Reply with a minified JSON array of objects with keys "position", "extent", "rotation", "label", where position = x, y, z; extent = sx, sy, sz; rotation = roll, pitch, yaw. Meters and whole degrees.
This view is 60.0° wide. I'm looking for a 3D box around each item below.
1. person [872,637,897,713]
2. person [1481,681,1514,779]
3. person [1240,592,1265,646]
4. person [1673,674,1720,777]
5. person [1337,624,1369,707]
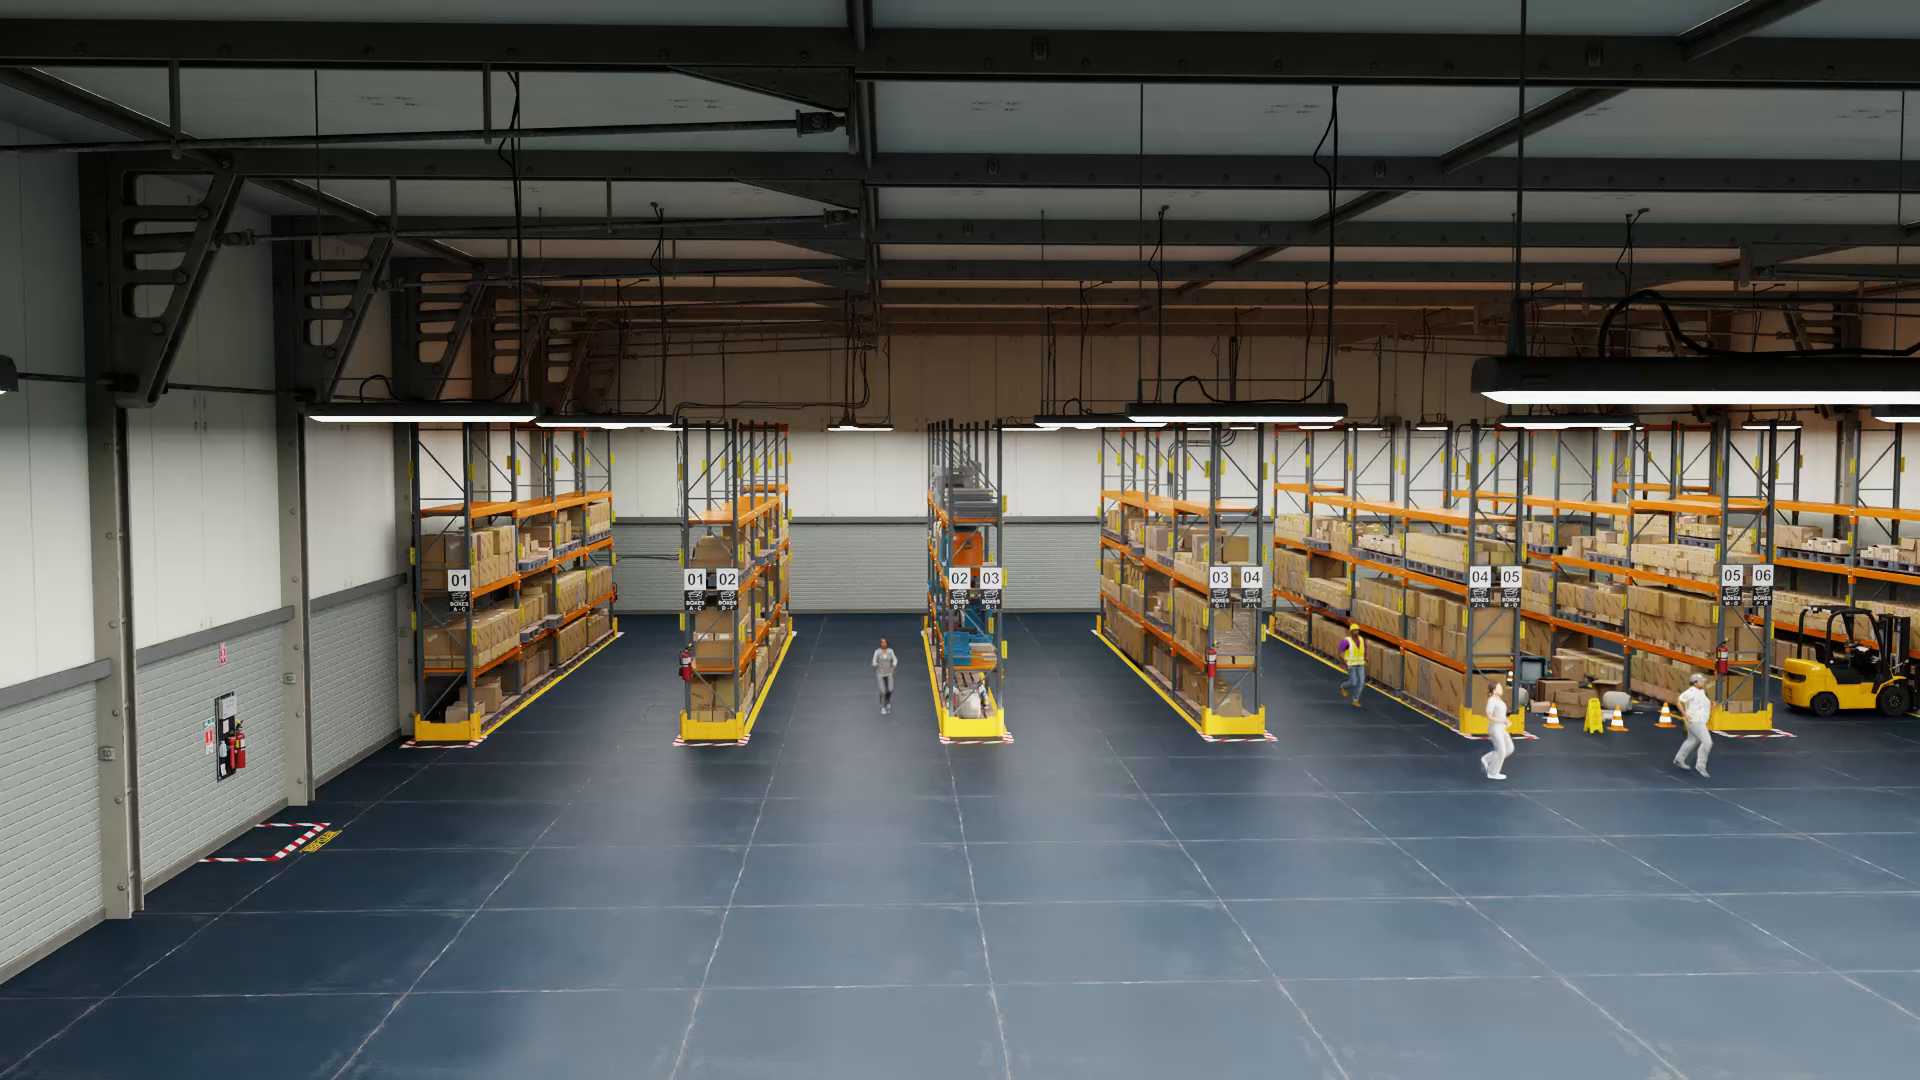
[{"position":[-1.521,2.765,33.799],"extent":[0.522,1.559,0.555],"rotation":[0,4,-8],"label":"person"},{"position":[8.894,3.143,27.521],"extent":[0.578,1.622,0.560],"rotation":[3,5,36],"label":"person"},{"position":[7.942,1.935,45.270],"extent":[0.719,1.800,1.060],"rotation":[0,4,-3],"label":"person"},{"position":[12.373,3.109,27.966],"extent":[0.744,1.730,0.577],"rotation":[3,5,38],"label":"person"},{"position":[8.295,2.624,35.015],"extent":[0.701,1.726,0.661],"rotation":[-1,4,-15],"label":"person"}]
